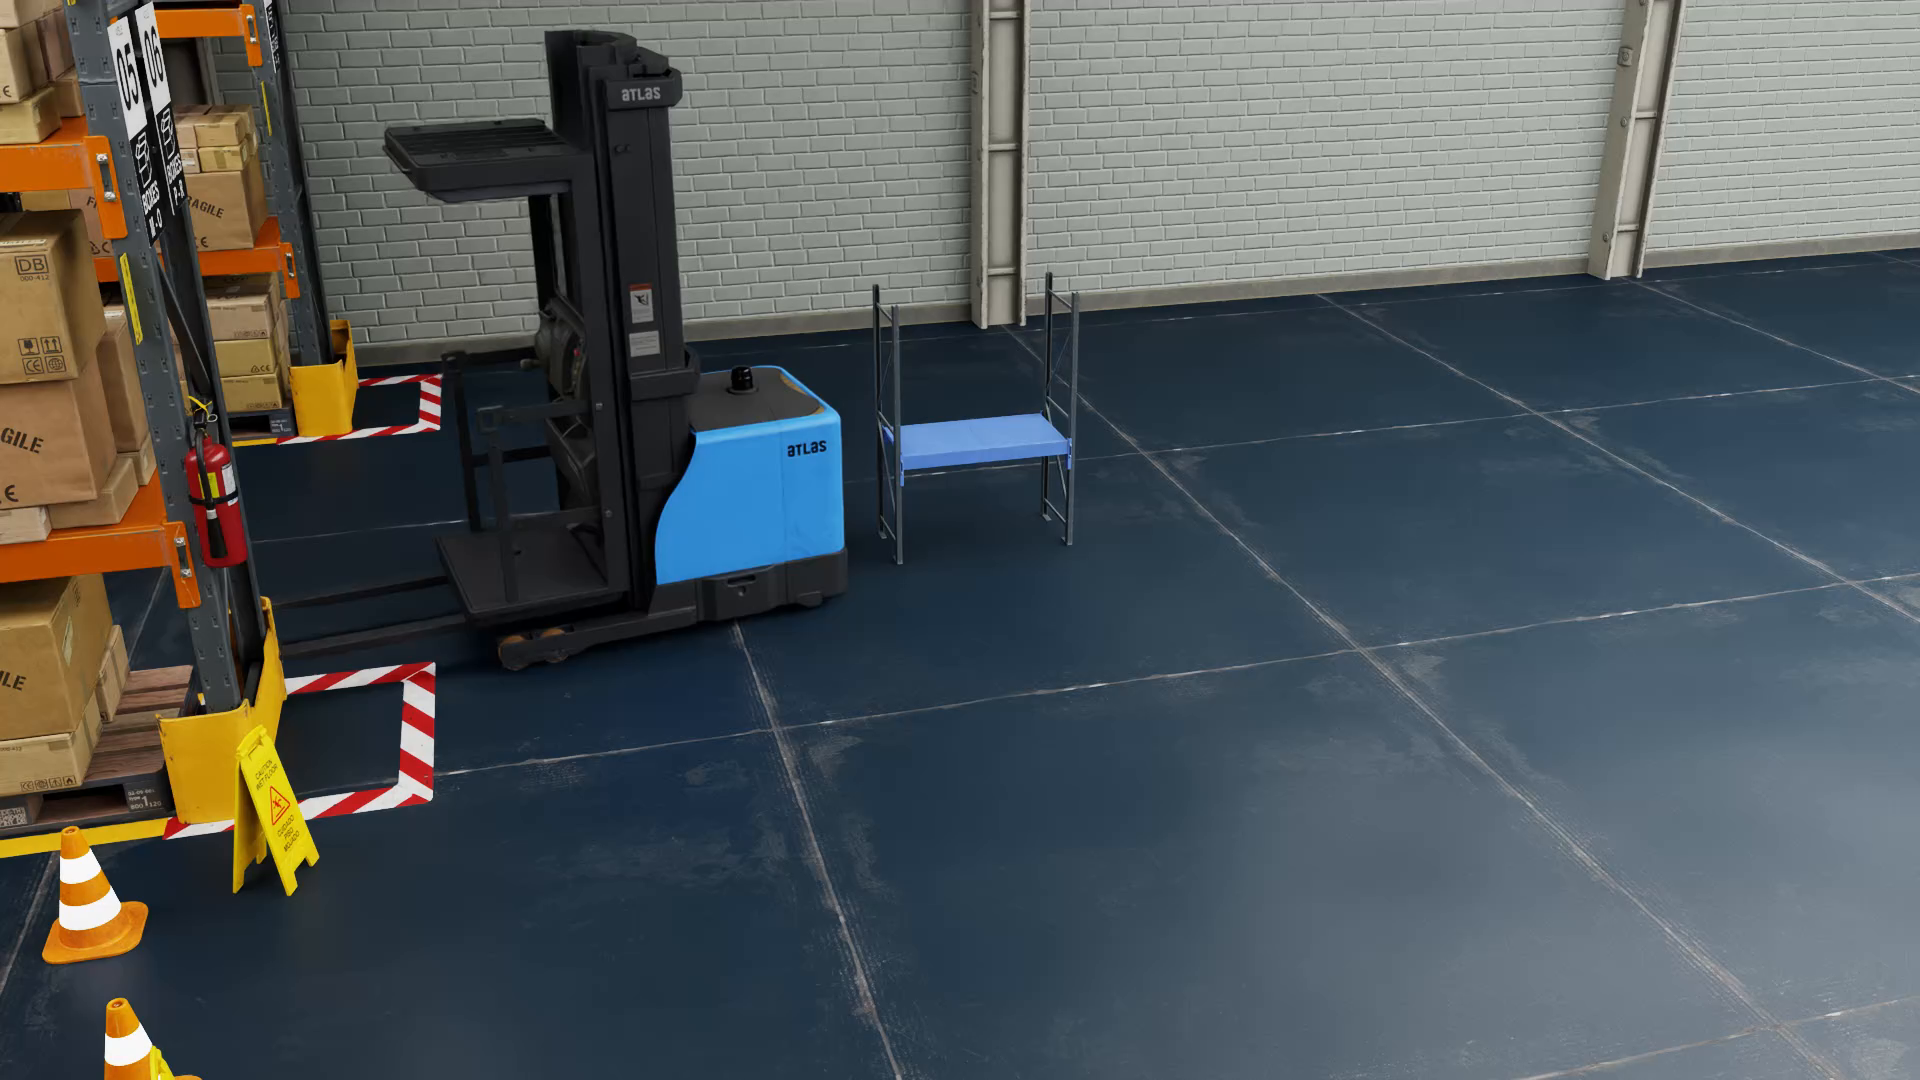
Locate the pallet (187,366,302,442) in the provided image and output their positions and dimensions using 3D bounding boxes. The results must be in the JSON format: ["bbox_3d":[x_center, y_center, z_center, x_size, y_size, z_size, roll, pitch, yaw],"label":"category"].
[{"bbox_3d":[-5.266,-0.932,11.654,1.213,0.211,1.003,-6,24,-14],"label":"pallet"}]

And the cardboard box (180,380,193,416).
[{"bbox_3d":[-5.389,-1.021,11.279,0.500,0.250,0.500,-6,24,-14],"label":"cardboard box"}]

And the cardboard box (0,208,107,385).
[{"bbox_3d":[-3.629,-0.931,6.344,0.500,0.500,0.700,-7,24,-16],"label":"cardboard box"}]

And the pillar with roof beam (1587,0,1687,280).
[{"bbox_3d":[7.262,-4.979,9.942,0.400,9.000,9.100,-6,24,-14],"label":"pillar with roof beam"}]

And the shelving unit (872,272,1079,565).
[{"bbox_3d":[0.082,-0.698,9.475,1.048,1.500,0.538,-6,24,-14],"label":"shelving unit"}]

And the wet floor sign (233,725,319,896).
[{"bbox_3d":[-2.724,1.041,6.505,0.232,0.644,0.267,2,23,4],"label":"wet floor sign"}]

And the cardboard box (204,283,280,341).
[{"bbox_3d":[-4.900,-1.532,11.203,0.500,0.250,0.500,-5,24,-13],"label":"cardboard box"}]

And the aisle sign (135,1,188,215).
[{"bbox_3d":[-3.220,-1.745,6.717,0.004,0.787,0.394,-6,24,-14],"label":"aisle sign"}]

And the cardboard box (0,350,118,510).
[{"bbox_3d":[-3.644,-0.447,6.483,0.500,0.500,0.500,-7,24,-15],"label":"cardboard box"}]

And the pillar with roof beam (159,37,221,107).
[{"bbox_3d":[-4.292,-3.701,6.963,0.400,9.000,9.100,-6,24,-14],"label":"pillar with roof beam"}]

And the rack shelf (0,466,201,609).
[{"bbox_3d":[-5.122,0.117,6.585,4.000,0.370,1.077,-6,24,-14],"label":"rack shelf"}]

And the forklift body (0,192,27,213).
[{"bbox_3d":[-5.874,-1.026,9.413,1.214,2.155,2.313,-6,24,-14],"label":"forklift body"}]

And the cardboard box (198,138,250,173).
[{"bbox_3d":[-4.799,-2.511,10.849,0.250,0.149,0.380,-6,24,-14],"label":"cardboard box"}]

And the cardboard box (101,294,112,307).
[{"bbox_3d":[-5.873,-1.418,10.937,0.500,0.250,0.500,-6,24,-14],"label":"cardboard box"}]

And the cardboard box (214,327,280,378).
[{"bbox_3d":[-4.925,-1.299,11.294,0.500,0.250,0.500,-7,24,-15],"label":"cardboard box"}]

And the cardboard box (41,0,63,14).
[{"bbox_3d":[-3.594,-2.096,6.333,0.250,0.149,0.380,-6,24,-15],"label":"cardboard box"}]

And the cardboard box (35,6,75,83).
[{"bbox_3d":[-3.752,-1.920,6.430,0.500,0.250,0.500,-7,24,-15],"label":"cardboard box"}]

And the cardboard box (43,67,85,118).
[{"bbox_3d":[-3.603,-1.777,6.603,0.250,0.149,0.380,-6,24,-14],"label":"cardboard box"}]

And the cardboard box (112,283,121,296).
[{"bbox_3d":[-5.535,-1.666,11.514,0.500,0.250,0.500,-6,24,-14],"label":"cardboard box"}]

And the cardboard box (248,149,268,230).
[{"bbox_3d":[-5.093,-2.409,11.434,0.500,0.500,0.500,-6,24,-13],"label":"cardboard box"}]

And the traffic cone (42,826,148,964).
[{"bbox_3d":[-3.262,1.275,6.192,0.334,0.463,0.336,-6,24,-14],"label":"traffic cone"}]

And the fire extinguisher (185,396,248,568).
[{"bbox_3d":[-2.962,-0.228,6.576,0.183,0.674,0.296,-6,24,-14],"label":"fire extinguisher"}]

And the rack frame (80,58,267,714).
[{"bbox_3d":[-3.196,-0.426,6.940,0.127,3.000,1.000,-6,24,-14],"label":"rack frame"}]

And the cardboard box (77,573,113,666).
[{"bbox_3d":[-4.070,0.283,7.289,0.500,0.500,0.500,-7,24,-16],"label":"cardboard box"}]

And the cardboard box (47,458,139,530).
[{"bbox_3d":[-3.499,-0.190,6.707,0.250,0.149,0.380,-5,24,-13],"label":"cardboard box"}]

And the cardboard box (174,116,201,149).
[{"bbox_3d":[-5.058,-2.635,10.761,0.250,0.149,0.380,-6,24,-14],"label":"cardboard box"}]

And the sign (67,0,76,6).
[{"bbox_3d":[-3.066,-1.999,5.678,0.005,0.325,0.100,-6,24,-14],"label":"sign"}]

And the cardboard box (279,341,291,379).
[{"bbox_3d":[-5.066,-1.262,11.841,0.500,0.250,0.500,-6,24,-14],"label":"cardboard box"}]

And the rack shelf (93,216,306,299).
[{"bbox_3d":[-6.466,-1.767,10.976,4.000,0.370,1.077,-6,24,-14],"label":"rack shelf"}]

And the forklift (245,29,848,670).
[{"bbox_3d":[-2.162,-0.939,8.221,3.031,2.935,1.130,-10,25,-23],"label":"forklift"}]

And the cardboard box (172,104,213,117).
[{"bbox_3d":[-5.195,-2.832,11.220,0.250,0.149,0.380,-5,24,-13],"label":"cardboard box"}]

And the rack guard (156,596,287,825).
[{"bbox_3d":[-3.269,0.730,7.414,0.348,0.500,1.175,-6,24,-14],"label":"rack guard"}]

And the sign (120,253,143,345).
[{"bbox_3d":[-3.066,-0.891,6.153,0.005,0.325,0.100,-6,24,-14],"label":"sign"}]

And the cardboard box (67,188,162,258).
[{"bbox_3d":[-5.446,-2.153,10.836,0.500,0.500,0.500,-6,24,-13],"label":"cardboard box"}]

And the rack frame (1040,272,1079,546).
[{"bbox_3d":[0.572,-0.752,9.602,0.032,1.500,0.500,-6,24,-14],"label":"rack frame"}]

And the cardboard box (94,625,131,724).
[{"bbox_3d":[-4.048,0.625,7.444,0.500,0.250,0.500,-7,24,-15],"label":"cardboard box"}]
